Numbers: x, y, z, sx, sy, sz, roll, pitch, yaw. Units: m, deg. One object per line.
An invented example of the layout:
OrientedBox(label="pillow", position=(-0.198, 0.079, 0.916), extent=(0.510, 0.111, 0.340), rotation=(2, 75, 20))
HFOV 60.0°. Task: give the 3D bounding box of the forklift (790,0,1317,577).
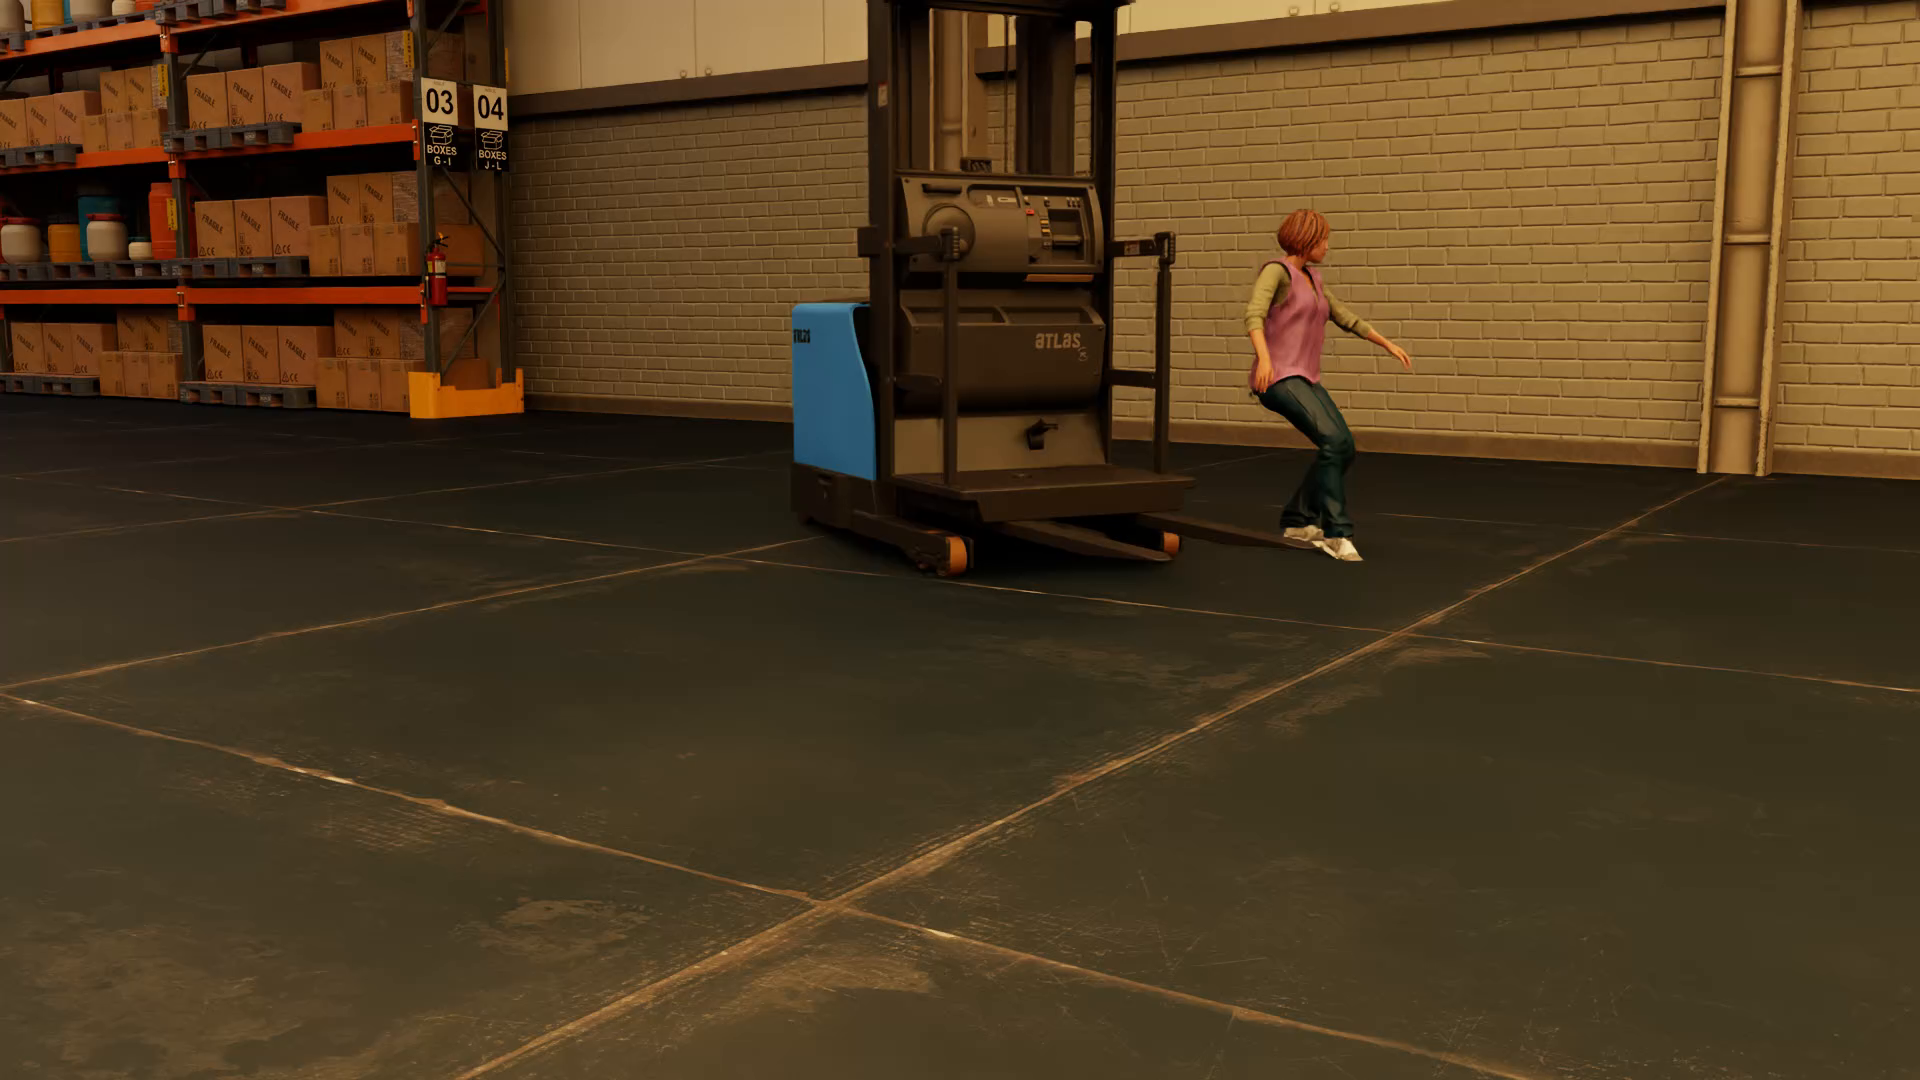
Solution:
OrientedBox(label="forklift", position=(0.283, -1.374, 6.858), extent=(1.130, 2.935, 3.031), rotation=(-4, 9, -26))

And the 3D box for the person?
OrientedBox(label="person", position=(1.552, -0.658, 7.213), extent=(0.615, 1.517, 0.808), rotation=(5, 10, 33))
